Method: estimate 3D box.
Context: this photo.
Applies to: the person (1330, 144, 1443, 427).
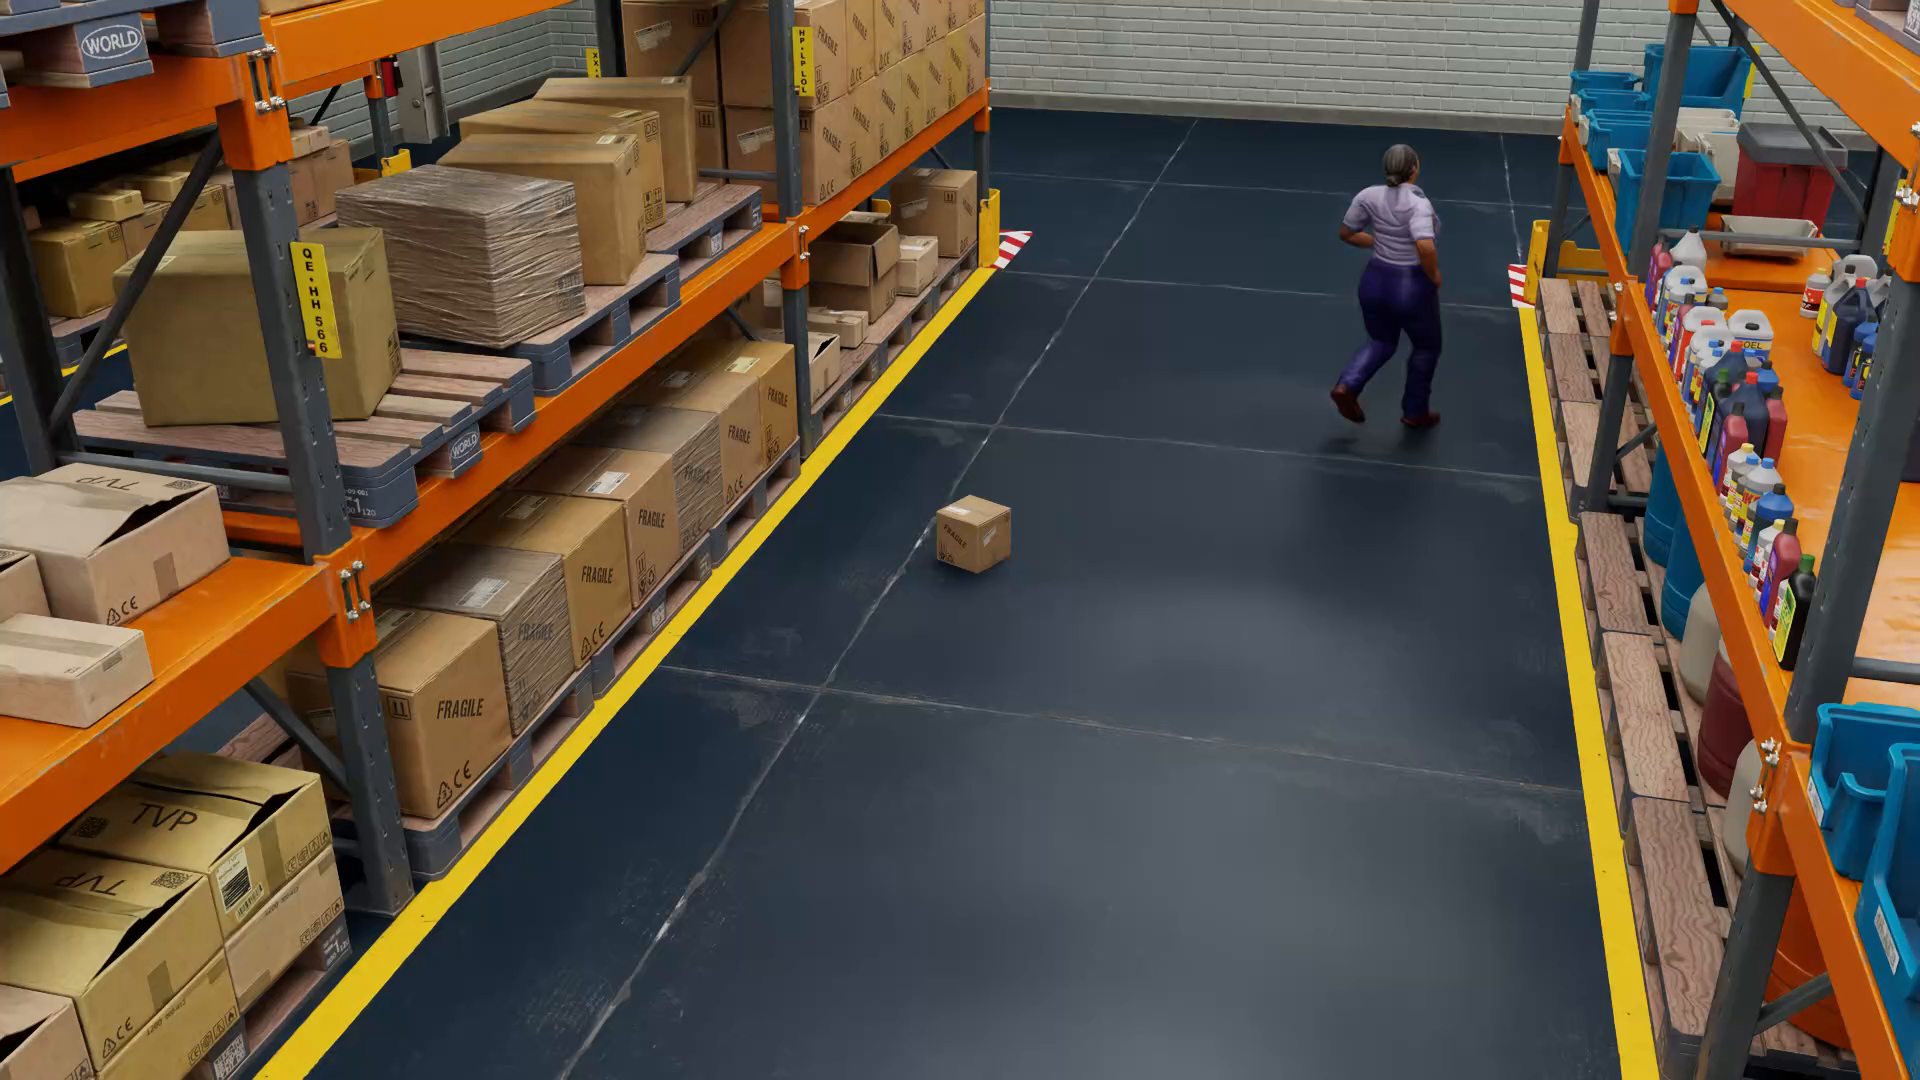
[{"bbox_3d":[2.384,-1.346,9.004,0.763,1.628,0.642,-21,33,-37],"label":"person"}]
